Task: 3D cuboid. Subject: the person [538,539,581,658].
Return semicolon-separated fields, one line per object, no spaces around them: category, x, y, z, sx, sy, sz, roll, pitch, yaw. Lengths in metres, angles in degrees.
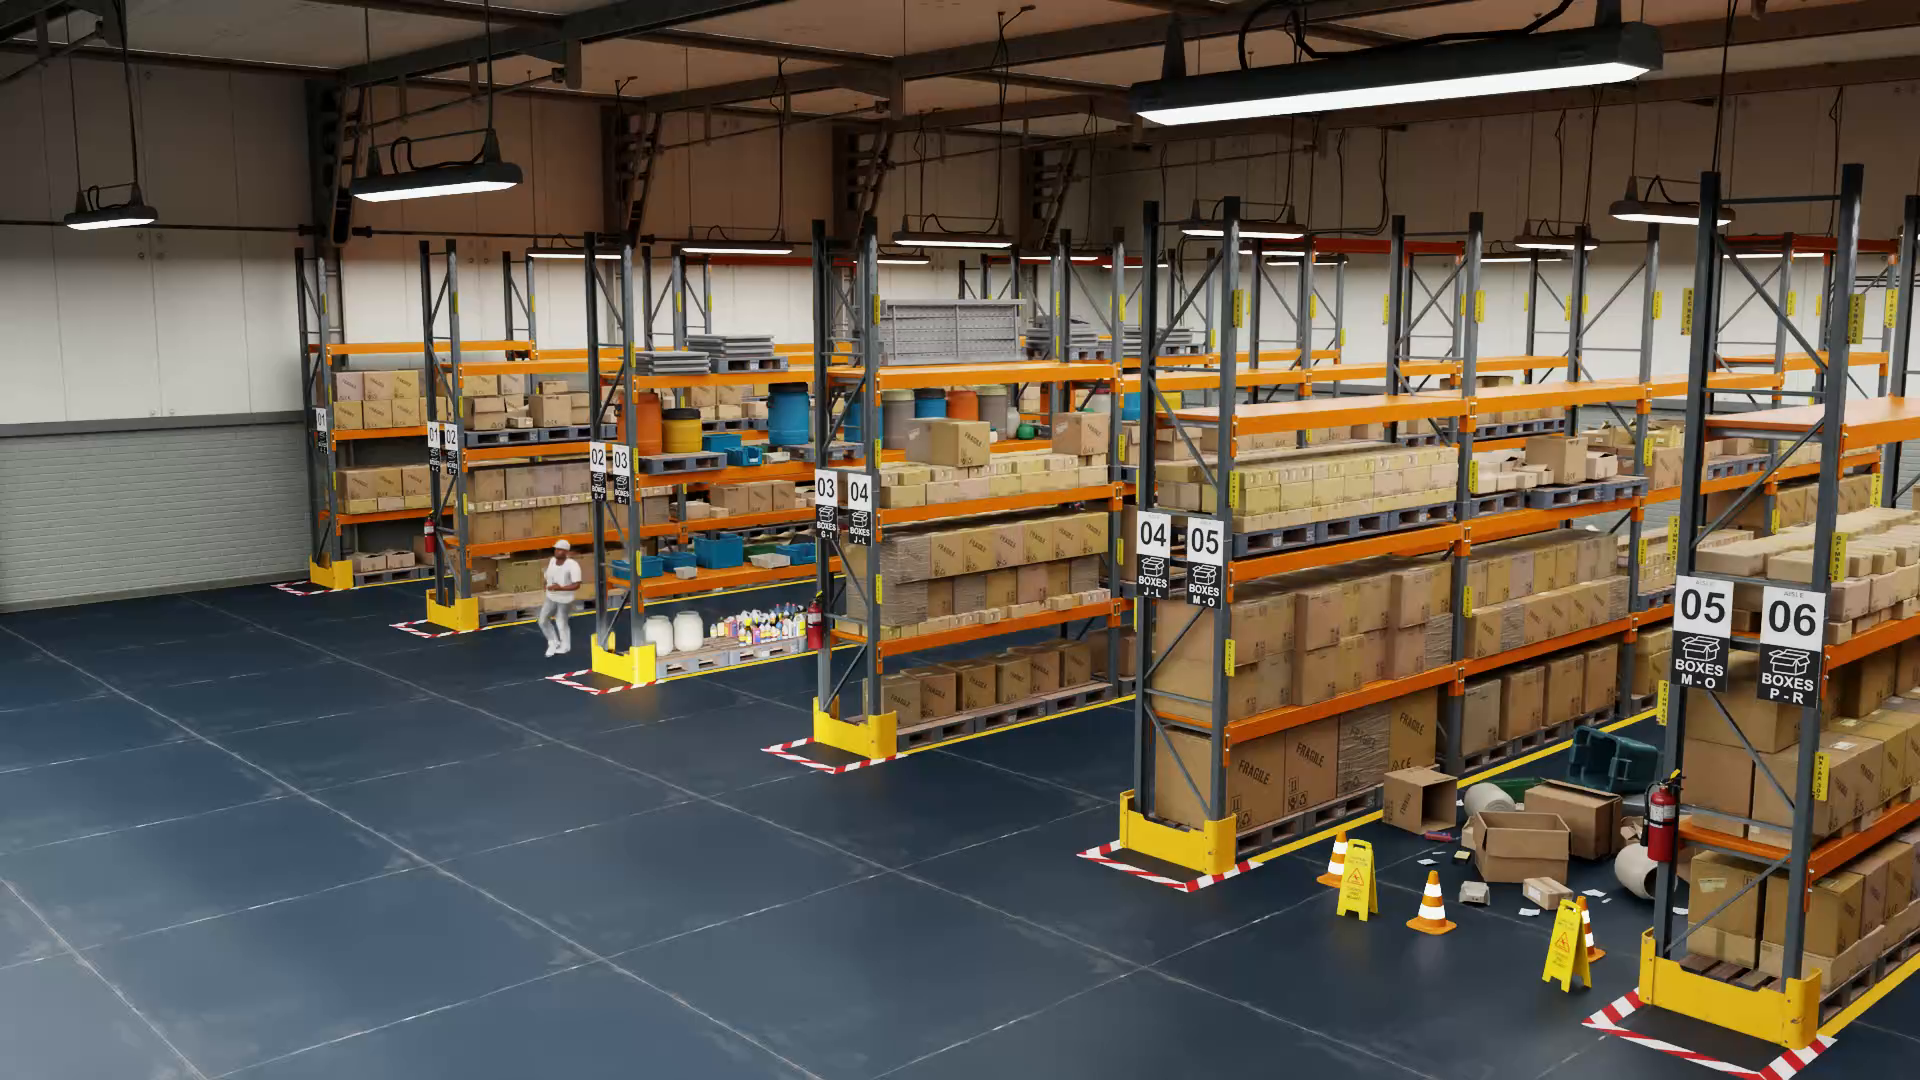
person;-5.662;0.845;23.742;0.685;1.755;0.632;4;9;25

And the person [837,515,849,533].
person;-2.218;-0.594;33.647;0.537;1.726;0.771;6;11;37

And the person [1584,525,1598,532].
person;9.464;0.640;25.036;0.673;1.751;0.590;8;11;43
